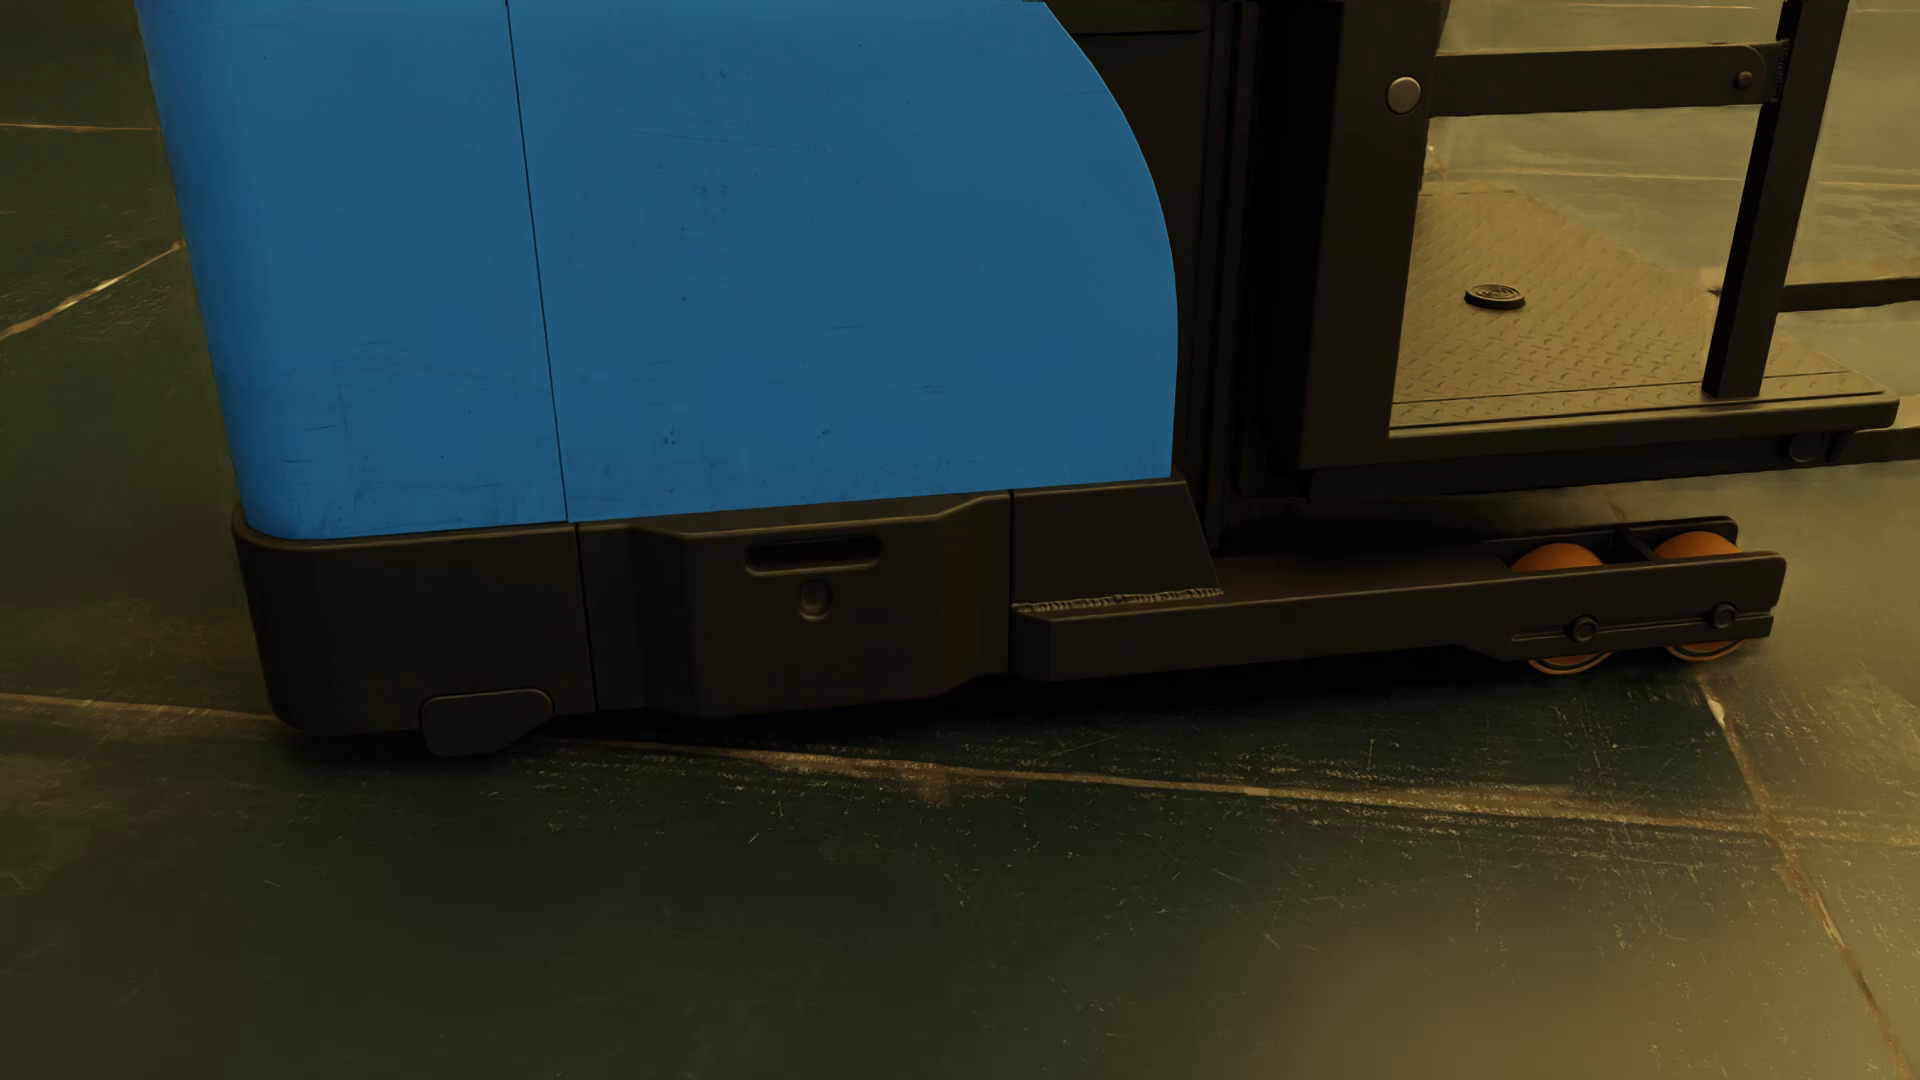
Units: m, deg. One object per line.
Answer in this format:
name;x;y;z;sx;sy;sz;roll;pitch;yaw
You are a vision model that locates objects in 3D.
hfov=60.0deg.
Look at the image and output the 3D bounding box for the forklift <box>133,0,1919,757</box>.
forklift;0.603;-1.365;1.954;3.031;2.935;1.130;-5;27;-9
